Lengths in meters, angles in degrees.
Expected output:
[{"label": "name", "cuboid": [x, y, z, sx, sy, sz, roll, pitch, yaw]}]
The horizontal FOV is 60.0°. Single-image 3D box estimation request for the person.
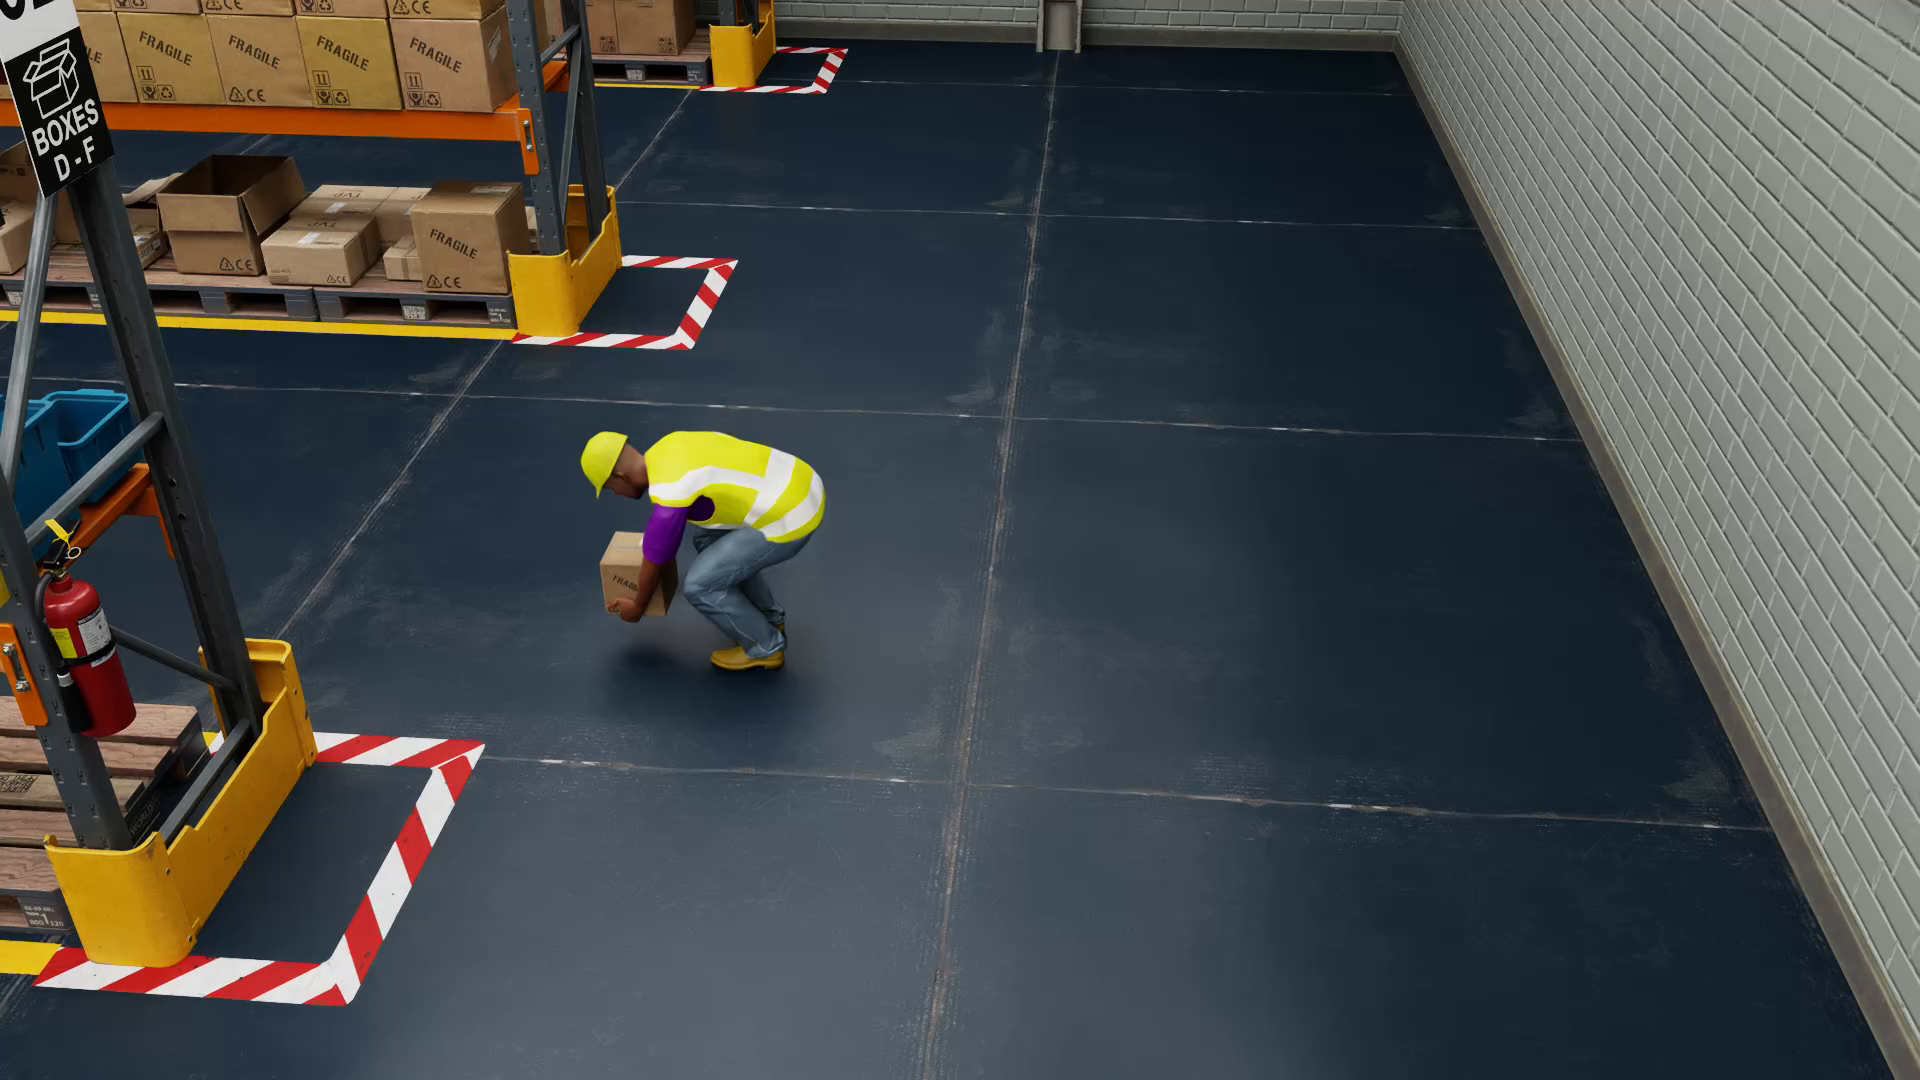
[{"label": "person", "cuboid": [-1.024, 0.019, 6.798, 0.956, 1.014, 0.520, 1, 32, 2]}]
